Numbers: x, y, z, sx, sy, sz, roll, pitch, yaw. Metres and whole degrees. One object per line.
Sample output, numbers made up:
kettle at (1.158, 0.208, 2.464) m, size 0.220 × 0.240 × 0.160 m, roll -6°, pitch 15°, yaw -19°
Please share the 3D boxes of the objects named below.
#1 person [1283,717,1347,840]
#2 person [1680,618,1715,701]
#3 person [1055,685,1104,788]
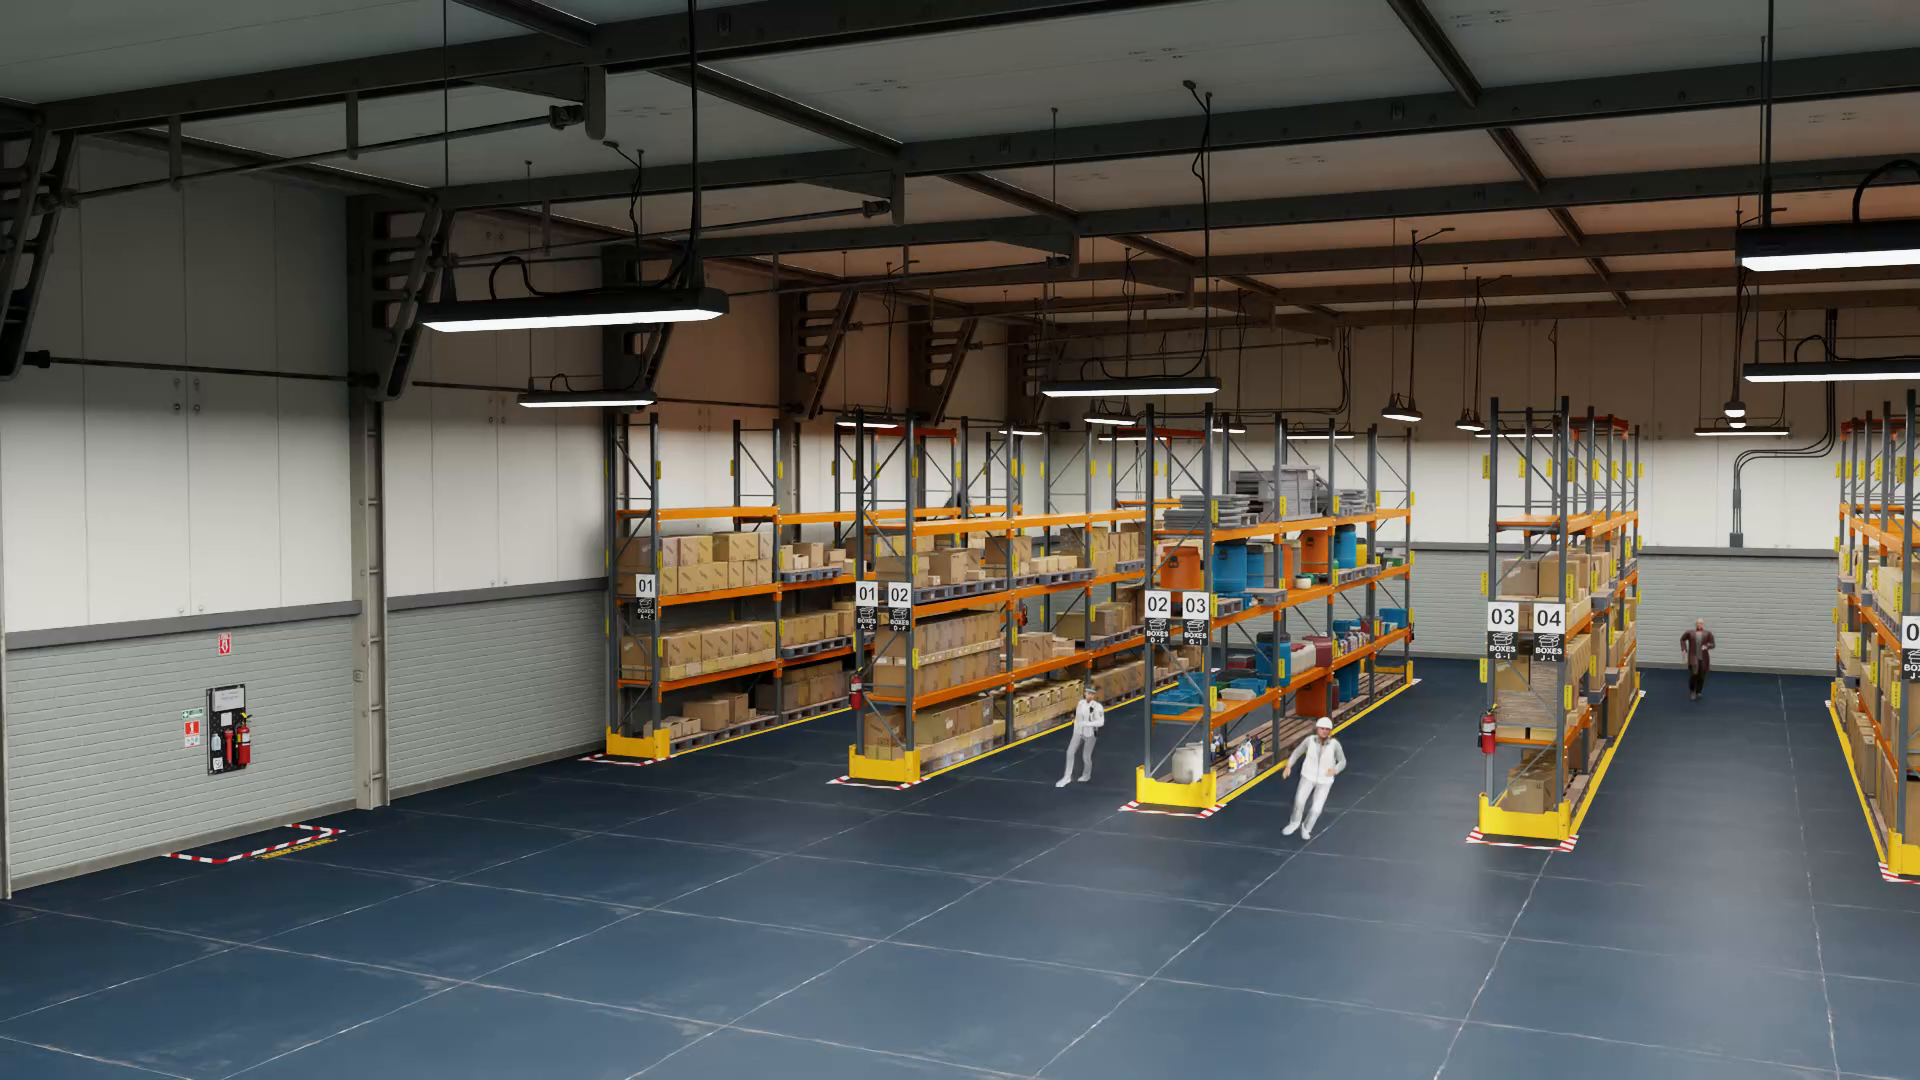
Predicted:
person at (4.796, 3.242, 22.472) m, size 0.840 × 1.695 × 0.623 m, roll 0°, pitch 2°, yaw 8°
person at (16.058, 2.599, 36.150) m, size 0.650 × 1.792 × 0.765 m, roll 1°, pitch 2°, yaw 12°
person at (1.968, 3.062, 26.184) m, size 0.731 × 1.627 × 0.732 m, roll 1°, pitch 3°, yaw 27°
